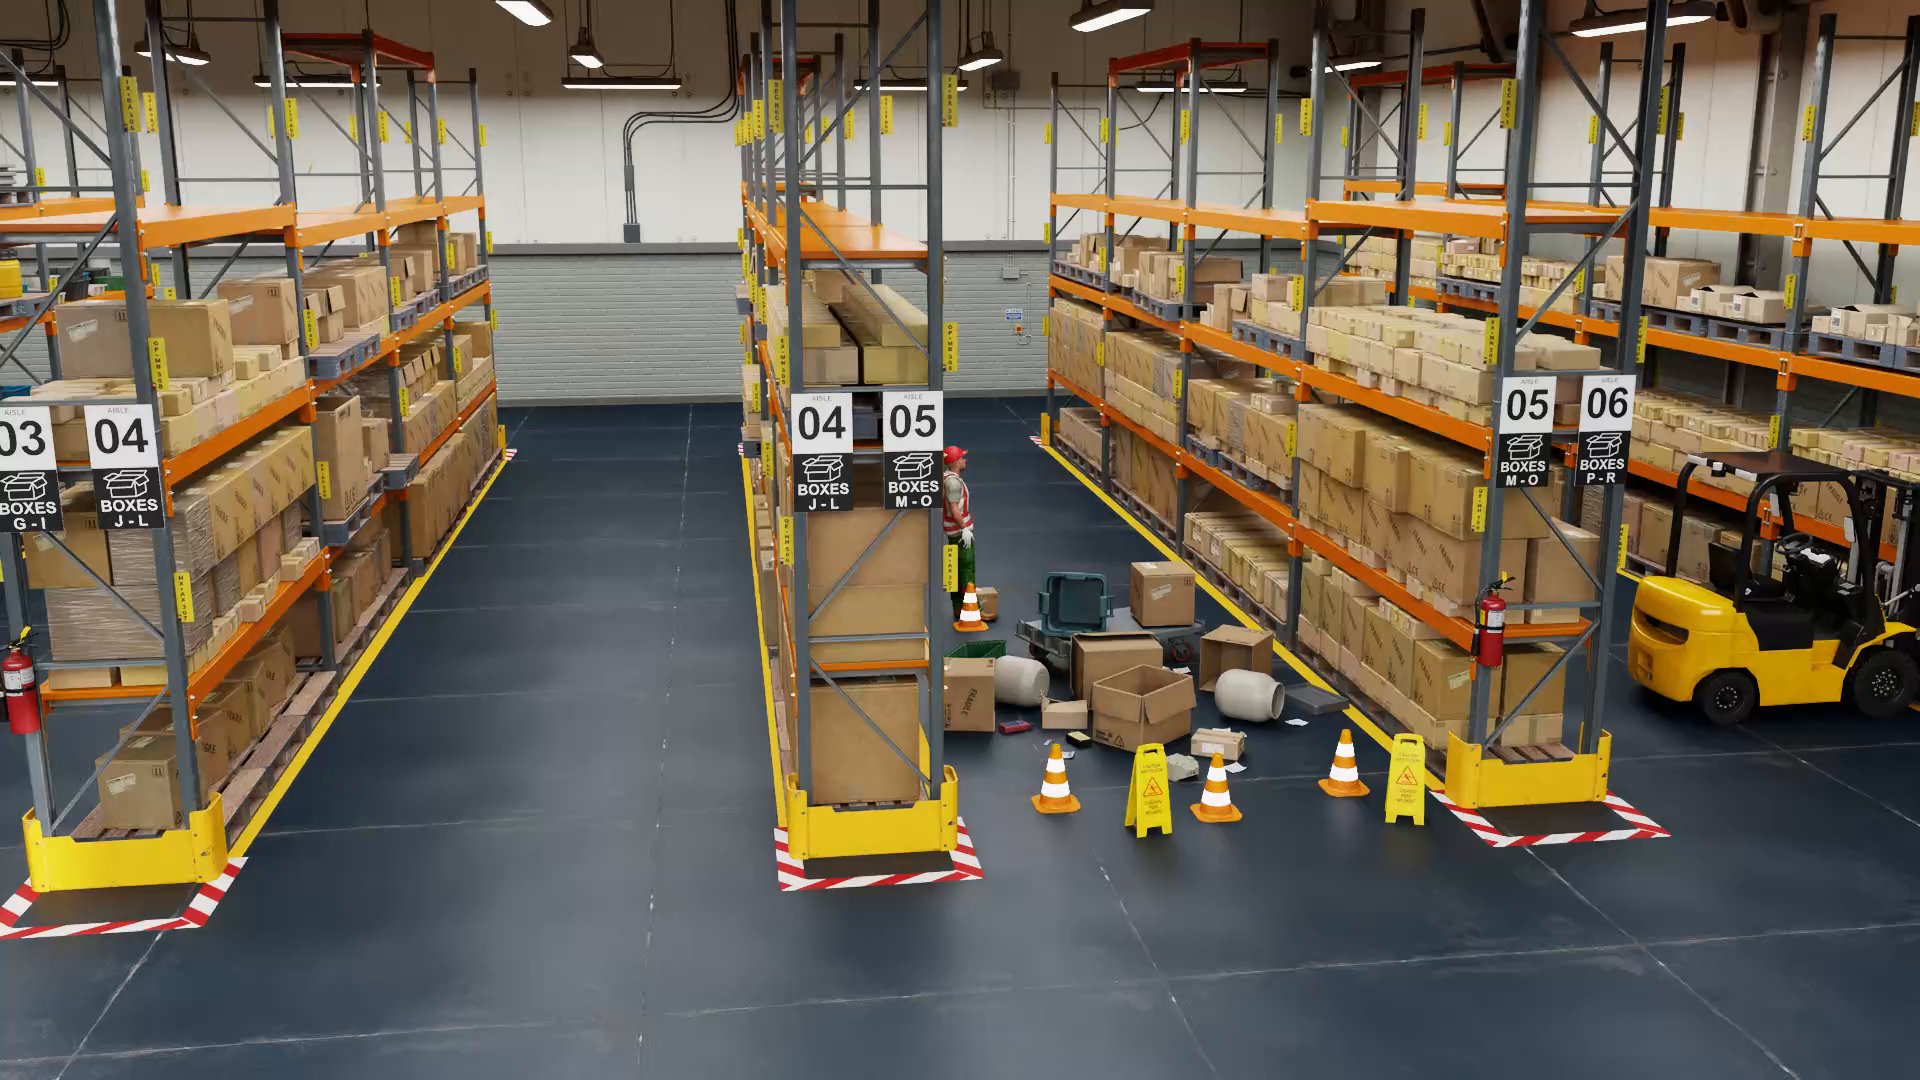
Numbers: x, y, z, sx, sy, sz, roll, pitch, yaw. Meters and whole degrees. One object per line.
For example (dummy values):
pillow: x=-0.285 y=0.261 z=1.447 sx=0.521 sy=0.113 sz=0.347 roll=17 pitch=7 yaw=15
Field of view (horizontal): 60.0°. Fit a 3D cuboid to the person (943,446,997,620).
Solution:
person: x=0.068 y=-0.090 z=17.276 sx=0.561 sy=1.790 sz=0.638 roll=-2 pitch=13 yaw=-8
